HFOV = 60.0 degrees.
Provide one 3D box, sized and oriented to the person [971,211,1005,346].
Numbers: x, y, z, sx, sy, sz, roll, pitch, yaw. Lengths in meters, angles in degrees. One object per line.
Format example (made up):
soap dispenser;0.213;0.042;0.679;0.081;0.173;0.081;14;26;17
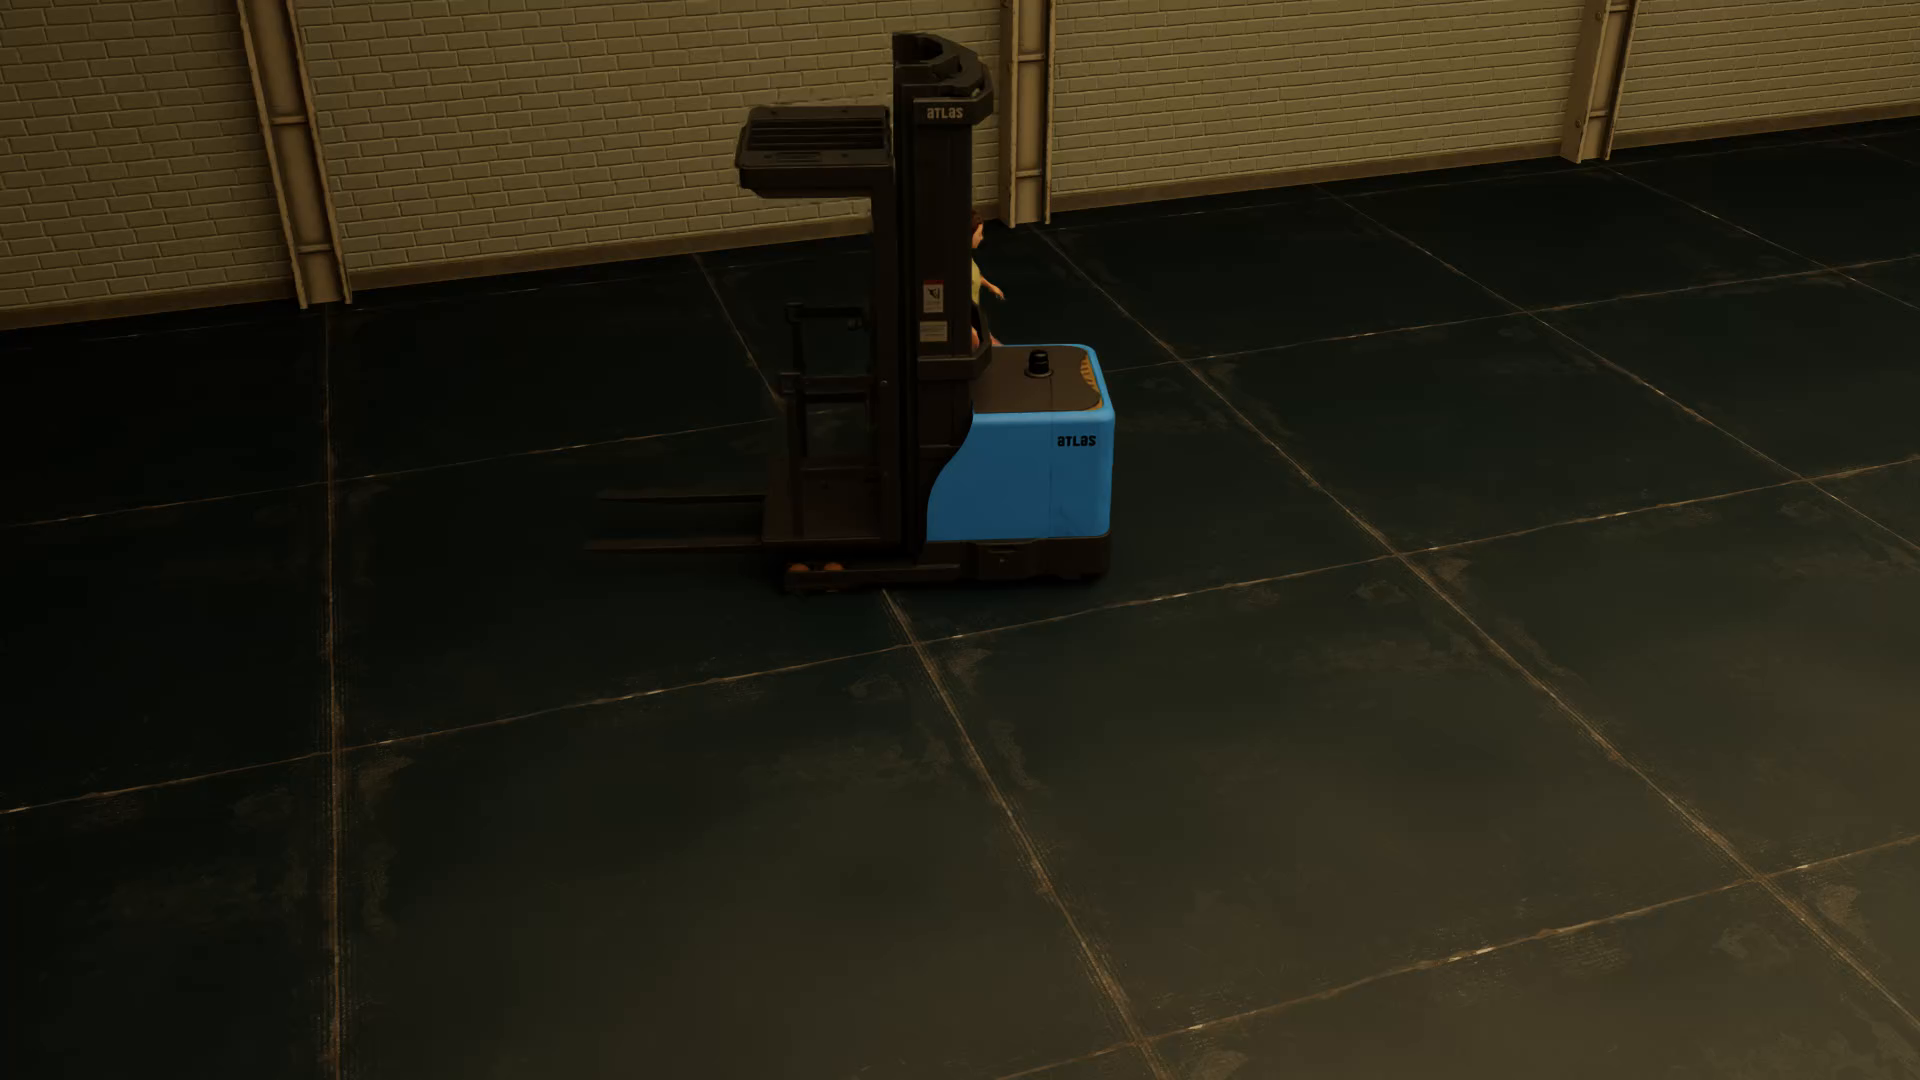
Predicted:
person;0.061;-1.446;11.041;0.709;1.551;0.884;1;30;1

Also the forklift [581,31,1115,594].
forklift;-0.670;-1.235;9.234;3.031;2.935;1.130;-2;30;-3
